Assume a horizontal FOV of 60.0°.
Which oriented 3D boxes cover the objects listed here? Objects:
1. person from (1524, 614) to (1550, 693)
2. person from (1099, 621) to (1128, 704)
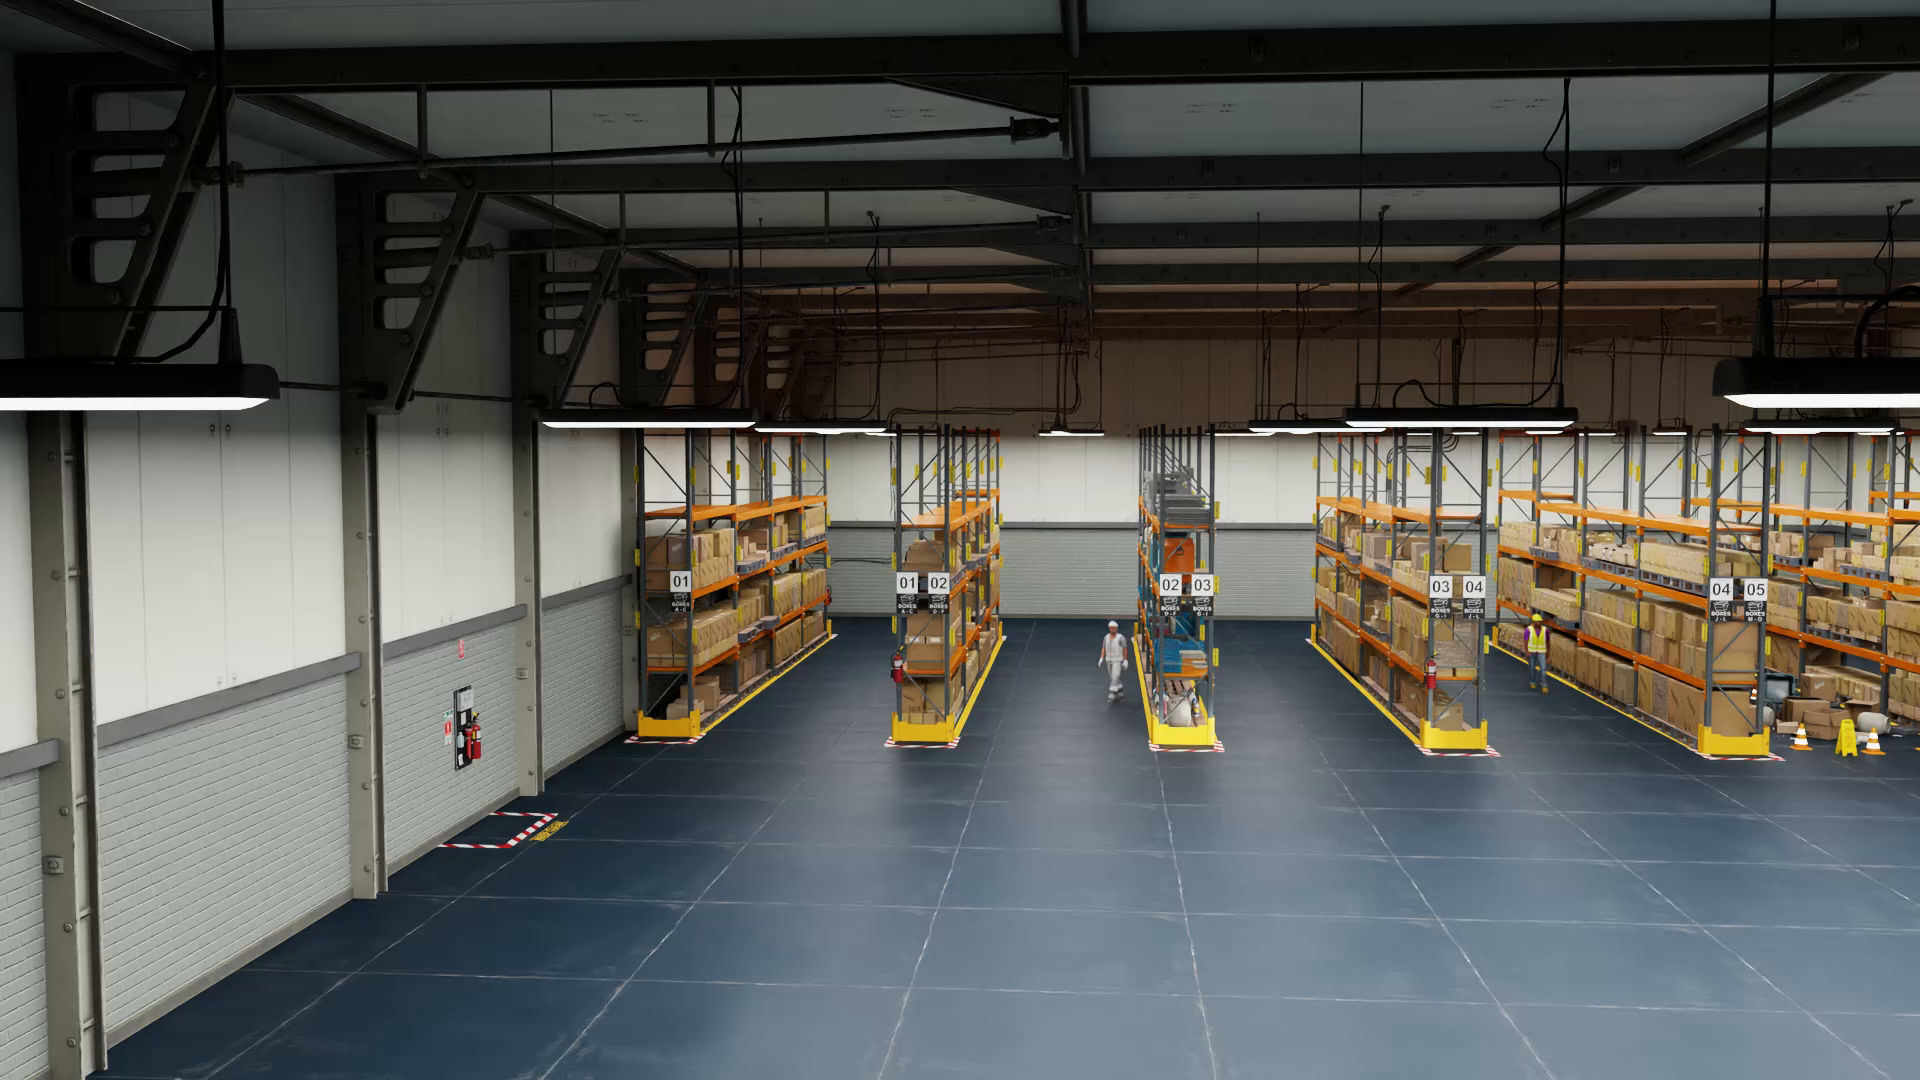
[{"bbox_3d":[13.053,2.542,37.607,0.587,1.720,0.925,1,4,16],"label":"person"},{"bbox_3d":[3.293,2.628,35.956,0.560,1.743,0.917,3,5,43],"label":"person"}]
